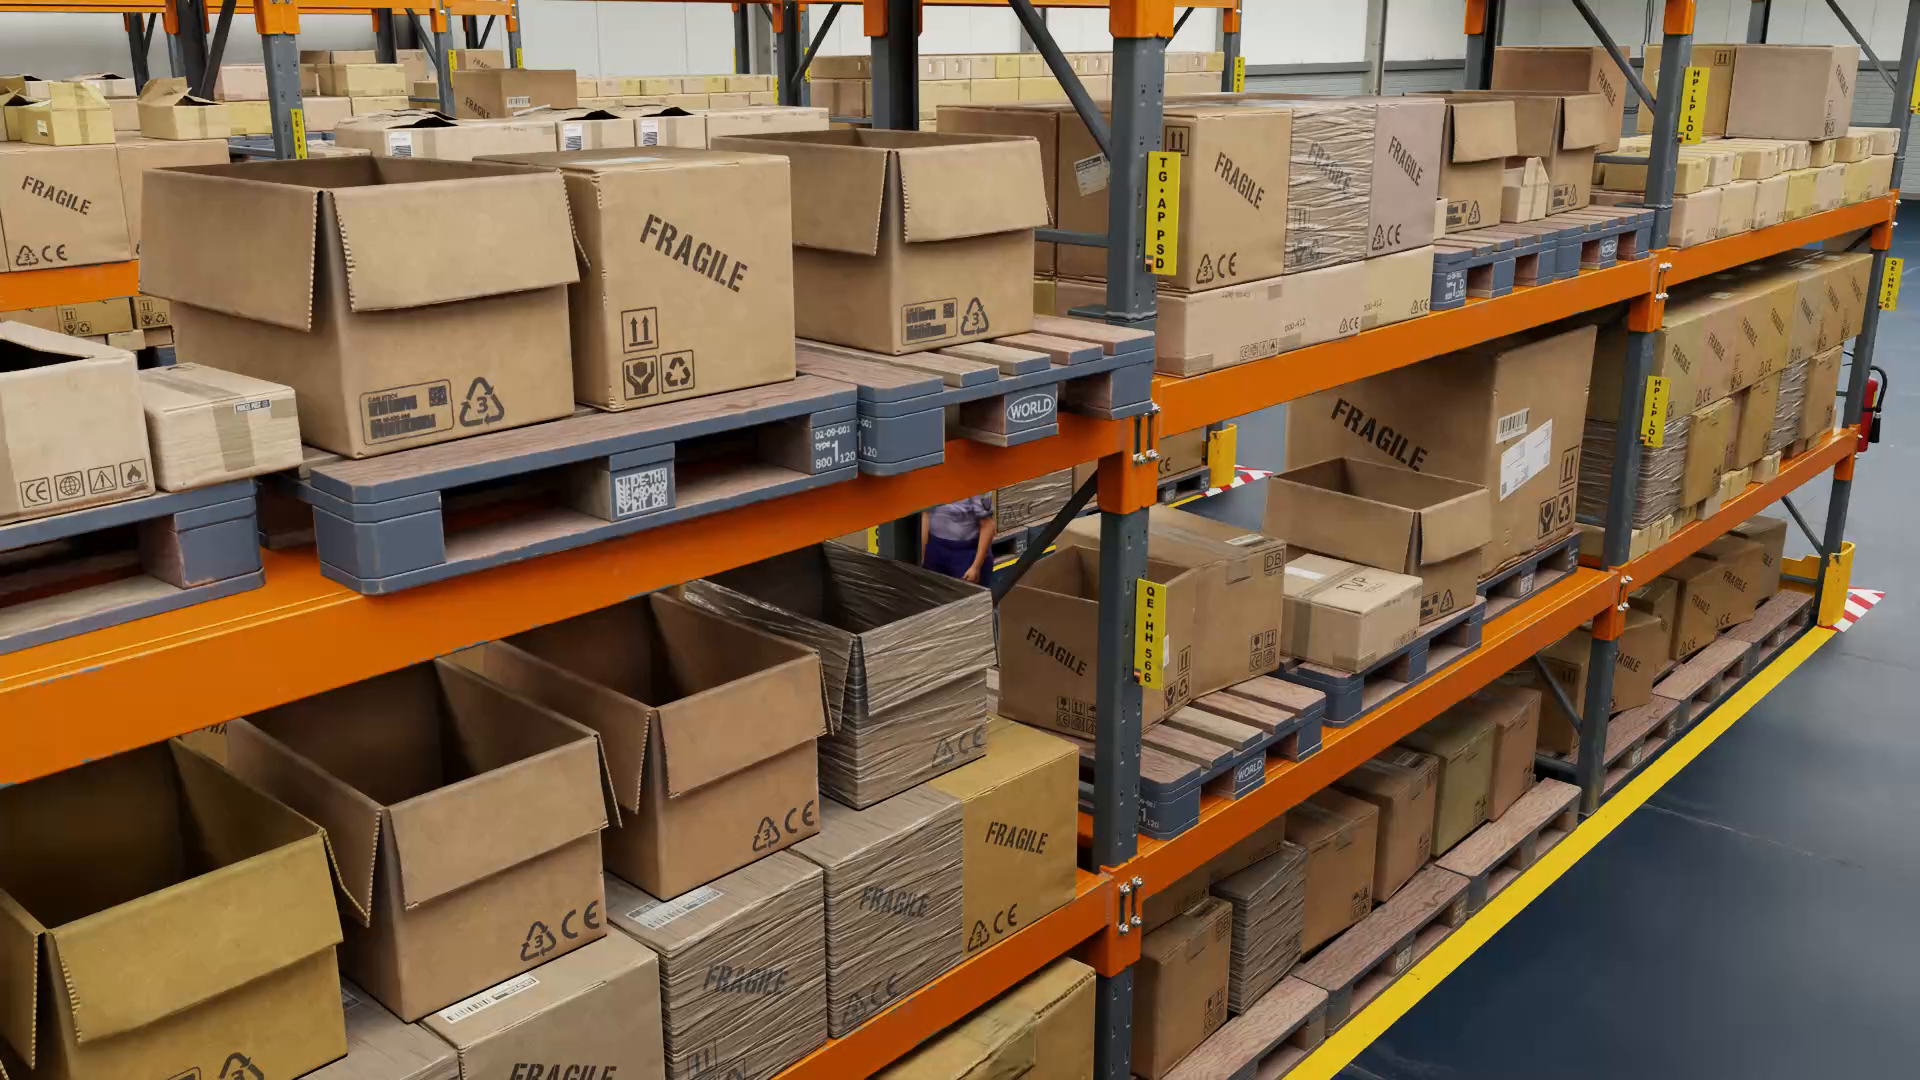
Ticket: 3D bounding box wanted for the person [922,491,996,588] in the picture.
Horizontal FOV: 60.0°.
[{"bbox_3d":[-0.034,0.130,9.631,0.530,1.654,0.368,14,22,38],"label":"person"}]
